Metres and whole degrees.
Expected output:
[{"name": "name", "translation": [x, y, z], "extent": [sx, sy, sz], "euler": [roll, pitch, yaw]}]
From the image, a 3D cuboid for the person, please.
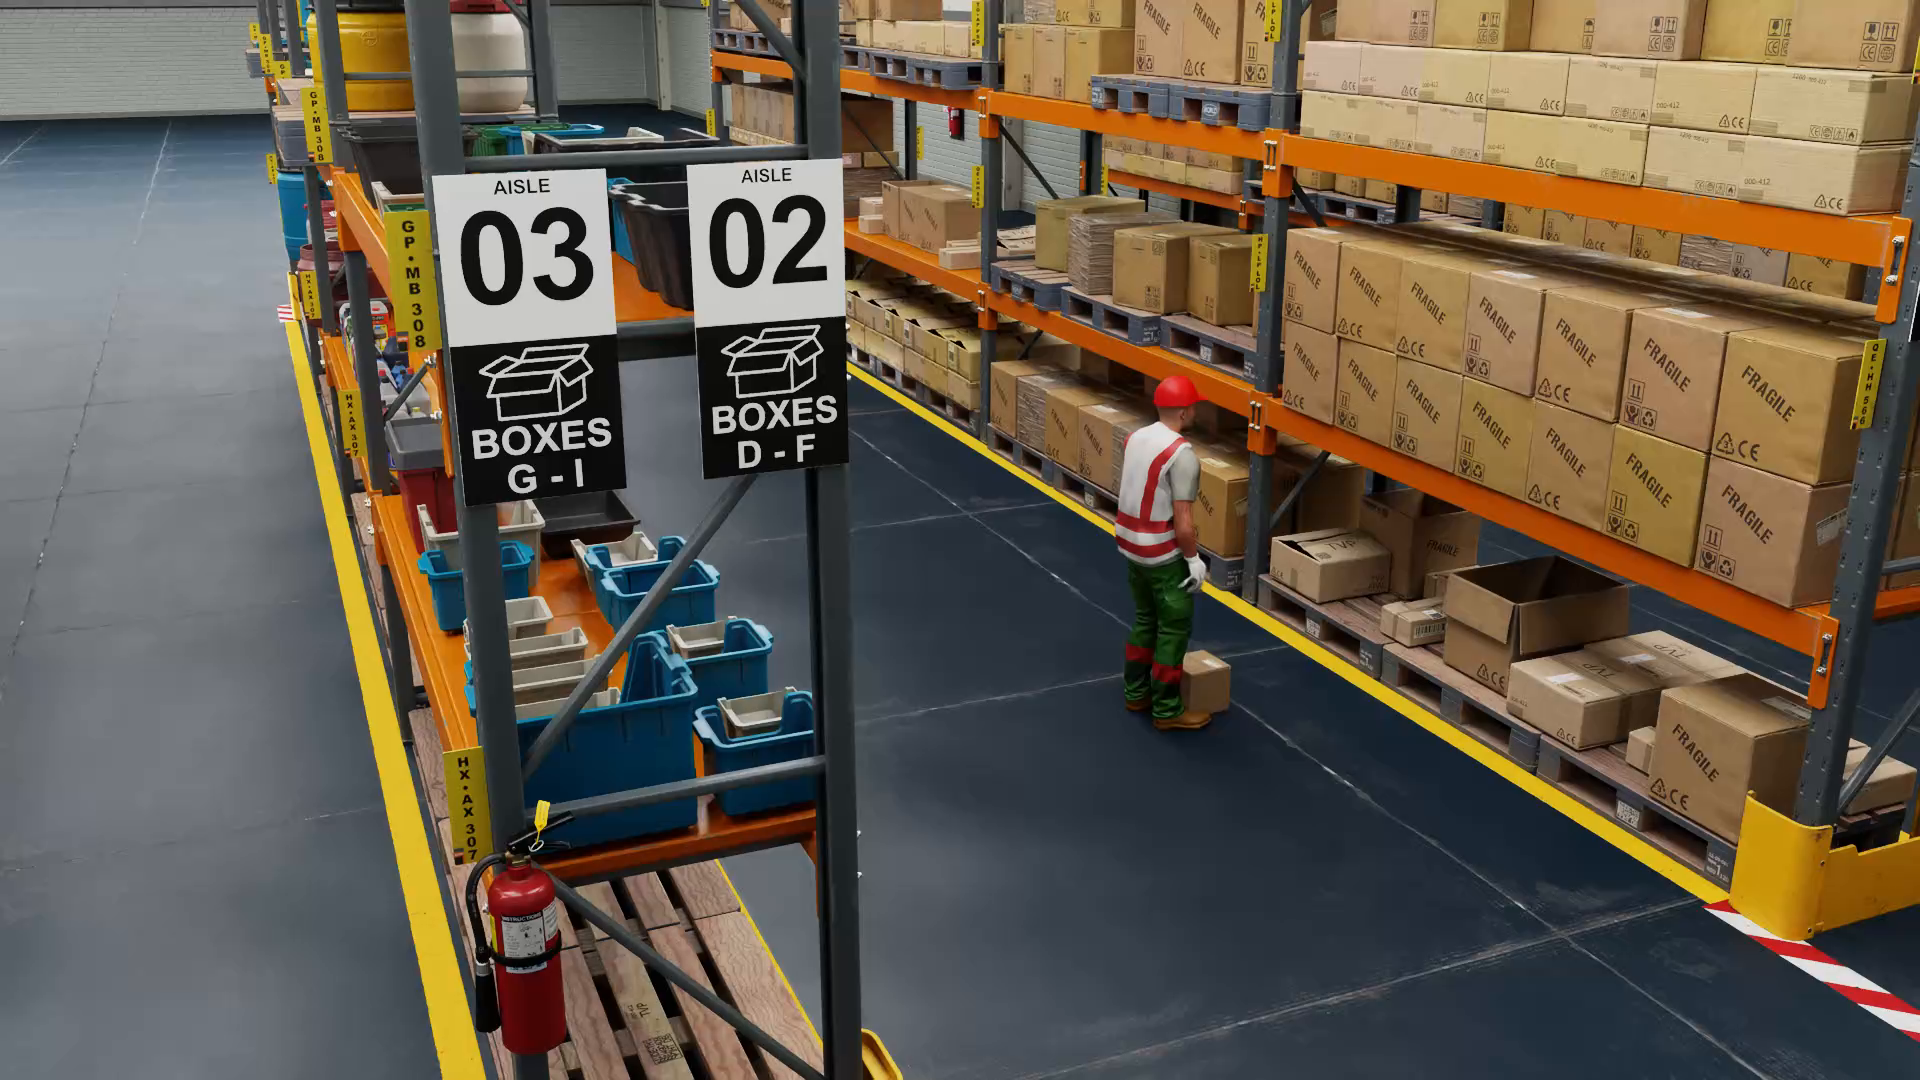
[{"name": "person", "translation": [1.023, 0.056, 8.376], "extent": [0.452, 1.778, 0.613], "euler": [-9, 21, -25]}]
